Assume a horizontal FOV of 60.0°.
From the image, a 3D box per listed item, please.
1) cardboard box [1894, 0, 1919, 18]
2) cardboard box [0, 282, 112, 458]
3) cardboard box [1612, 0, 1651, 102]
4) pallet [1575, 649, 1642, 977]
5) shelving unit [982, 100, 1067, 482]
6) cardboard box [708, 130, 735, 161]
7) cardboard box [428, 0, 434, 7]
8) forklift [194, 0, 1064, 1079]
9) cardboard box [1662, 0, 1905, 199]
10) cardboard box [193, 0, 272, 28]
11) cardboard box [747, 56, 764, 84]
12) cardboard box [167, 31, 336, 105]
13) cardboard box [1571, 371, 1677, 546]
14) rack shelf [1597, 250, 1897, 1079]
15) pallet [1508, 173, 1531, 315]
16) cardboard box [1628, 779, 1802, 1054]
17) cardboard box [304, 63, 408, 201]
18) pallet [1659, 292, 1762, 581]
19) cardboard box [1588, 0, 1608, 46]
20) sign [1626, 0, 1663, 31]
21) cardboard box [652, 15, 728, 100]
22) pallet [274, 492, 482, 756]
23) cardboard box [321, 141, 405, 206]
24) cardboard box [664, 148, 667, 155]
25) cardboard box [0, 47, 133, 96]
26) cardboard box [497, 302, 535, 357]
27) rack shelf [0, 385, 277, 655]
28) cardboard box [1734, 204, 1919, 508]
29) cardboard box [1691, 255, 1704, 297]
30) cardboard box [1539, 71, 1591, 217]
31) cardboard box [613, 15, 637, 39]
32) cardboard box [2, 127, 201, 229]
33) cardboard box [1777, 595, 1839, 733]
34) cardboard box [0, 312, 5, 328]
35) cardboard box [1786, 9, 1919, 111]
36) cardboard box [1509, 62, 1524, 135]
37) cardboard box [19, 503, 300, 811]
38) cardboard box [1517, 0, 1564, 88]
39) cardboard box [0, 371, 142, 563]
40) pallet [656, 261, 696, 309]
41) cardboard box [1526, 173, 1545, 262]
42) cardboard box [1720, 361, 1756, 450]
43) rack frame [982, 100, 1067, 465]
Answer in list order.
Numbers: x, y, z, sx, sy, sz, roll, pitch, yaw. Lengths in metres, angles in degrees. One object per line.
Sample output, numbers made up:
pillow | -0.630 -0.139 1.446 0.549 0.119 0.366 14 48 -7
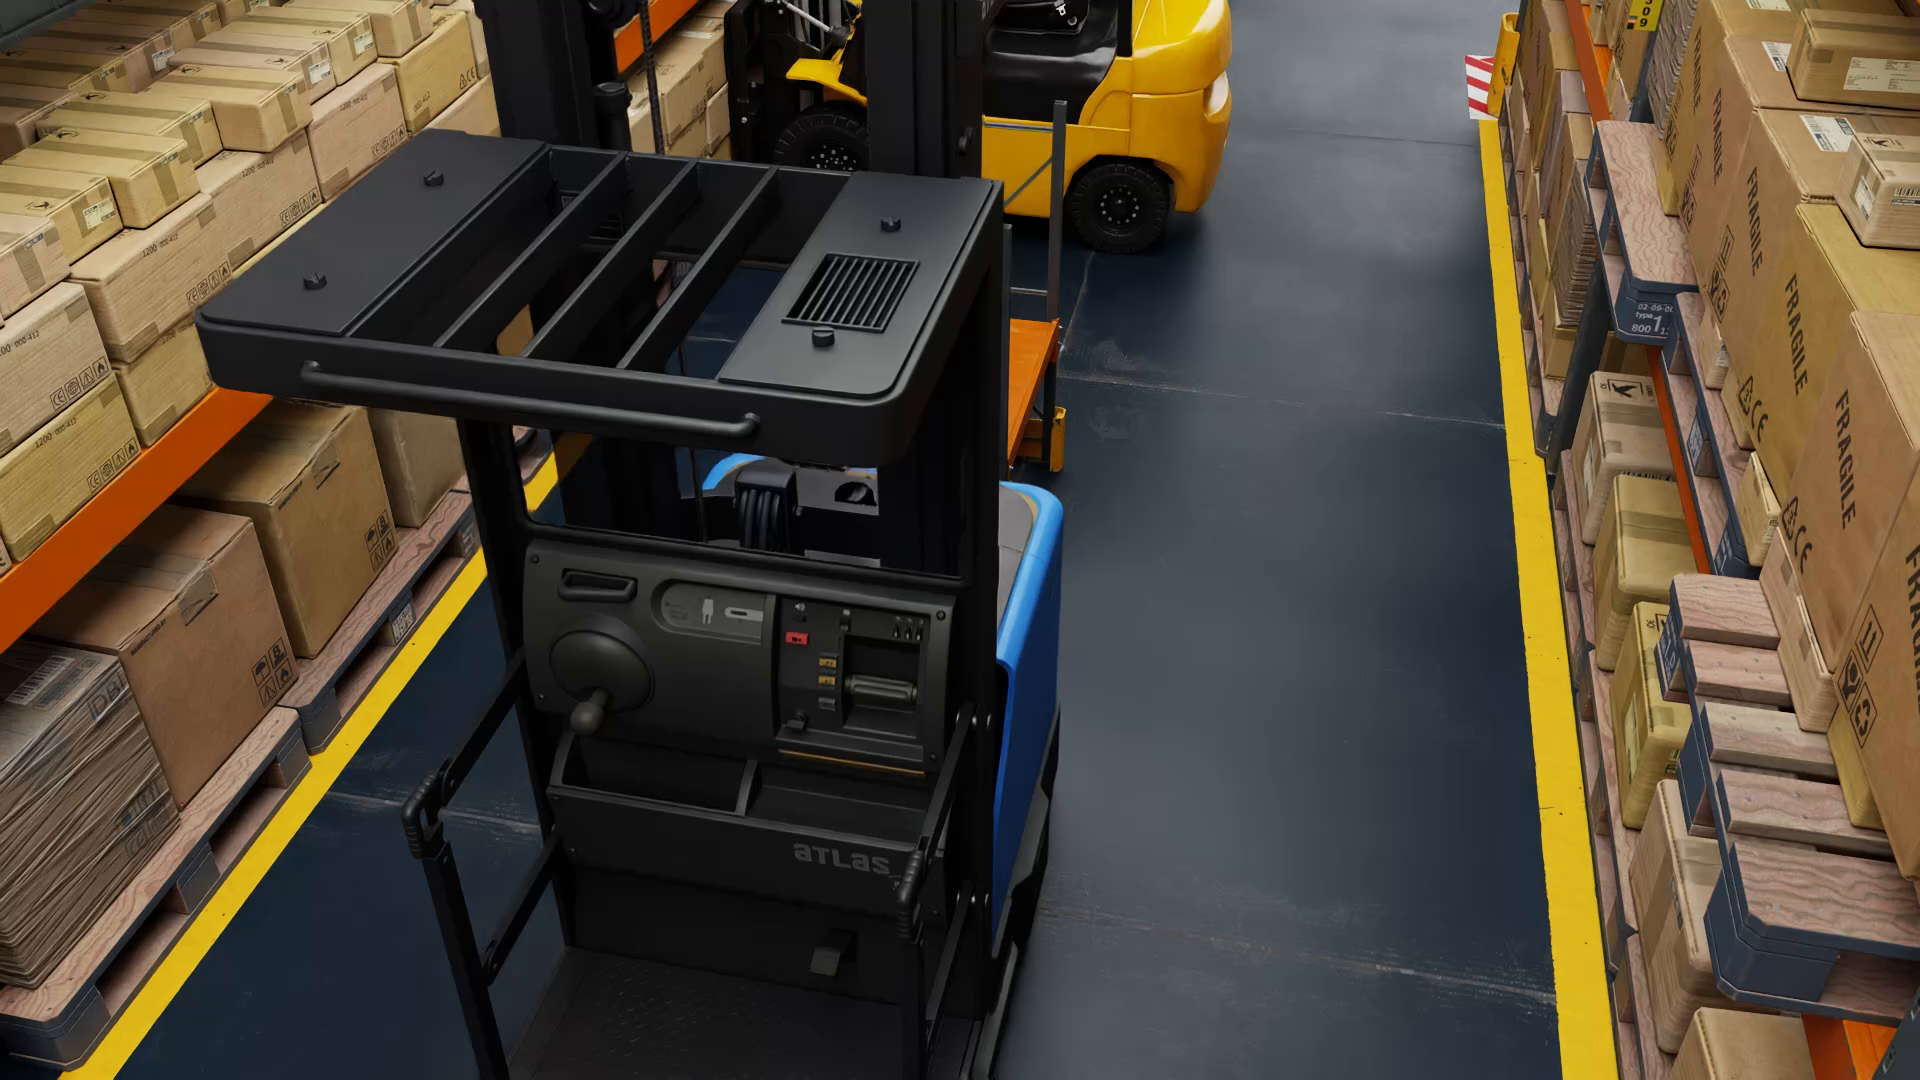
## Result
cardboard box | 2.851 -1.190 4.639 0.500 0.500 0.500 8 37 10
cardboard box | -2.433 -0.416 3.970 0.500 0.250 0.500 8 37 11
cardboard box | 2.682 -1.884 5.955 0.500 0.500 0.500 6 36 9
pallet | 2.407 0.840 4.911 1.003 0.211 1.213 7 37 10
shelving unit | 0.016 -0.651 5.870 0.587 1.500 1.083 7 37 10
cardboard box | -1.405 -1.939 8.355 0.500 0.250 0.500 8 37 11
cardboard box | -2.017 -1.853 5.612 0.380 0.149 0.250 7 37 10
forklift | -0.518 0.317 3.315 1.130 2.935 3.031 7 37 10
cardboard box | 2.343 -1.248 4.719 0.500 0.500 0.500 7 37 10
cardboard box | -2.502 -1.746 5.466 0.380 0.149 0.250 7 37 10
cardboard box | -1.282 -2.420 8.592 0.500 0.250 0.500 7 37 10
cardboard box | -2.120 -1.400 4.988 0.380 0.149 0.250 8 37 10
cardboard box | 2.720 -0.242 5.909 0.950 0.372 0.625 8 37 11
rack shelf | 2.403 0.001 4.306 1.077 0.370 4.000 7 37 10
pallet | 3.197 -1.399 8.001 1.003 0.211 1.213 7 37 10
cardboard box | 2.256 1.003 4.191 0.950 0.372 0.625 7 36 9
cardboard box | -2.093 -1.297 5.186 0.500 0.250 0.500 8 37 11
pallet | 2.358 -0.206 4.142 1.003 0.211 1.213 7 37 10
cardboard box | 2.815 -2.141 6.862 0.380 0.149 0.250 7 36 9
sign | 2.298 -1.851 5.511 0.100 0.325 0.005 7 37 10
cardboard box | -1.396 -2.335 8.049 0.500 0.250 0.500 9 37 12
pallet | -2.398 0.201 5.793 1.003 0.211 1.213 7 37 10
cardboard box | -2.110 -1.105 5.346 0.500 0.250 0.500 8 37 10
cardboard box | -1.615 -1.555 7.399 0.500 0.250 0.500 7 37 10
cardboard box | -2.676 -1.318 4.874 0.380 0.149 0.250 8 37 10
cardboard box | -2.120 -0.965 6.691 0.875 0.625 0.625 9 37 12
rack shelf | -2.447 -0.619 5.161 1.077 0.370 4.000 7 37 10
cardboard box | 2.008 -0.358 3.491 0.500 0.500 0.500 5 36 7
cardboard box | 2.260 -0.772 4.615 0.380 0.149 0.250 8 37 11
cardboard box | 2.909 -1.755 7.461 0.500 0.500 0.500 9 37 12
cardboard box | -1.670 -2.319 6.809 0.500 0.500 0.500 6 36 9
cardboard box | -2.253 -0.954 4.373 0.380 0.149 0.250 8 37 11
cardboard box | 1.812 0.257 3.195 0.380 0.149 0.250 7 37 10
cardboard box | -2.433 -0.517 3.769 0.380 0.149 0.250 8 37 11
cardboard box | 2.253 -1.170 4.059 0.380 0.149 0.250 9 37 13
cardboard box | 3.242 -2.359 8.934 0.500 0.250 0.500 7 37 10
cardboard box | -2.596 0.296 4.951 0.875 0.625 0.625 8 37 11
cardboard box | 3.237 -2.649 8.695 0.500 0.500 0.500 6 36 8
cardboard box | -2.428 -0.215 4.118 0.500 0.250 0.500 7 36 9
pallet | -1.809 -1.379 7.972 1.003 0.211 1.213 7 37 10
cardboard box | 2.911 -1.464 7.699 0.500 0.250 0.500 8 37 11
cardboard box | 2.069 -0.328 4.003 0.380 0.149 0.250 6 36 8
rack frame | 0.127 -0.948 6.279 0.500 1.500 0.032 7 37 10
